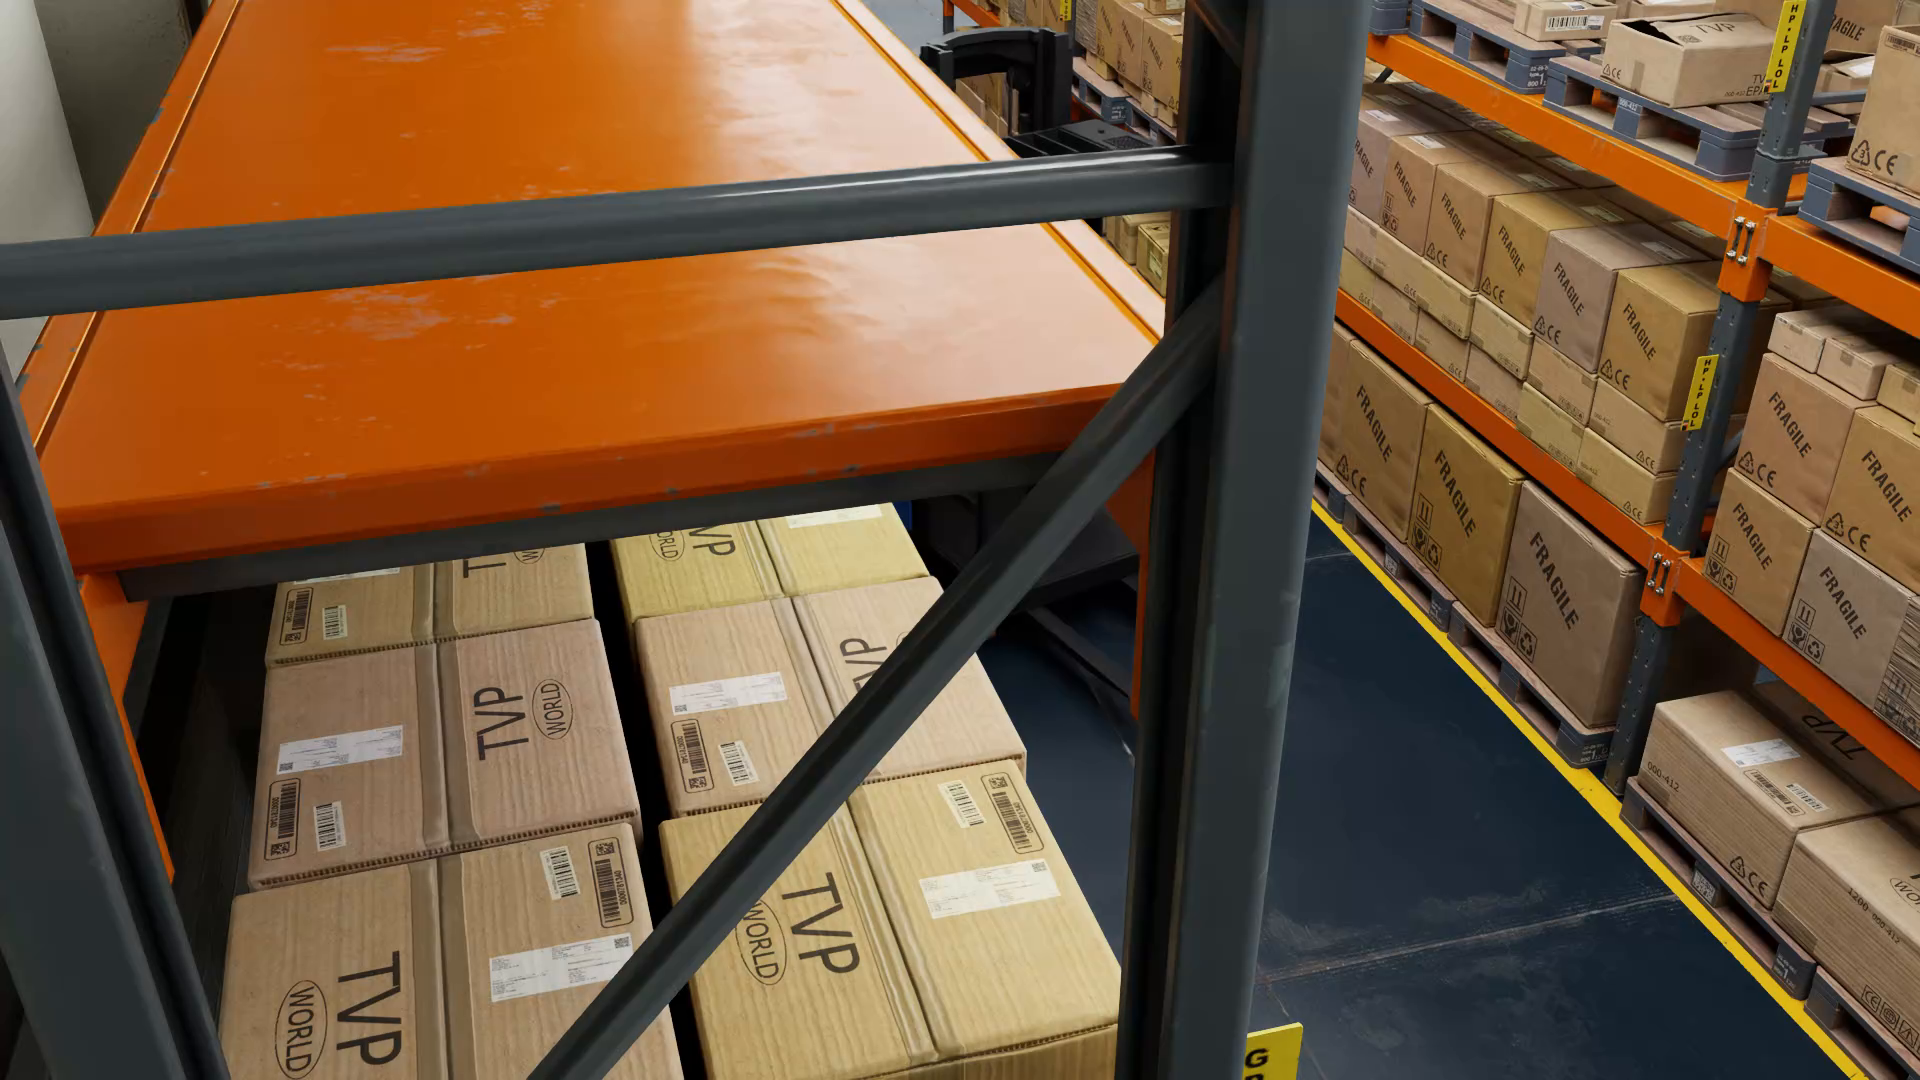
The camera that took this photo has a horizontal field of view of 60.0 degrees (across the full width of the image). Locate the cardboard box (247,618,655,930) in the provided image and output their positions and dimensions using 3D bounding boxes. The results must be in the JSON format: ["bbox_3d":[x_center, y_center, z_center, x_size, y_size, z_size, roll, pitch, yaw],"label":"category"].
[{"bbox_3d":[-0.744,0.385,2.449,0.500,0.250,0.500,-9,31,-15],"label":"cardboard box"}]

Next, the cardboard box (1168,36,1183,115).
[{"bbox_3d":[1.770,-3.161,11.401,0.500,0.500,0.500,-10,32,-17],"label":"cardboard box"}]

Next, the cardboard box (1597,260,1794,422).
[{"bbox_3d":[3.143,-0.860,7.143,0.500,0.500,0.500,-7,31,-12],"label":"cardboard box"}]

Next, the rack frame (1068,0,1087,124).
[{"bbox_3d":[1.380,-4.065,13.779,1.000,3.000,0.127,-8,31,-13],"label":"rack frame"}]

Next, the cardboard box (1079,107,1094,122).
[{"bbox_3d":[0.964,-3.631,14.607,0.500,0.500,0.500,-8,31,-14],"label":"cardboard box"}]

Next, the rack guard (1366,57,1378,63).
[{"bbox_3d":[5.057,-5.634,18.984,1.175,0.500,0.348,-8,31,-13],"label":"rack guard"}]

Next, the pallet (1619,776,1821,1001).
[{"bbox_3d":[3.630,1.383,7.149,1.003,0.211,1.213,-8,31,-13],"label":"pallet"}]

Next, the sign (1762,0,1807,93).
[{"bbox_3d":[2.983,-1.783,6.011,0.100,0.325,0.005,-8,31,-13],"label":"sign"}]

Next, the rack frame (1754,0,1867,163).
[{"bbox_3d":[3.503,-2.798,5.600,1.000,3.000,0.127,-8,31,-13],"label":"rack frame"}]

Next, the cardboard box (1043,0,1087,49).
[{"bbox_3d":[1.022,-4.419,13.993,0.500,0.500,0.500,-9,31,-15],"label":"cardboard box"}]

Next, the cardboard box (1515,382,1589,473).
[{"bbox_3d":[3.007,-0.566,7.882,0.500,0.250,0.500,-8,31,-14],"label":"cardboard box"}]

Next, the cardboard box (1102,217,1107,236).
[{"bbox_3d":[1.521,-2.856,13.895,0.950,0.372,0.625,-7,31,-13],"label":"cardboard box"}]

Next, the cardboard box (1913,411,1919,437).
[{"bbox_3d":[3.536,-0.403,5.707,0.380,0.149,0.250,-8,31,-14],"label":"cardboard box"}]

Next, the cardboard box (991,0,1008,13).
[{"bbox_3d":[0.596,-5.163,15.279,0.500,0.500,0.500,-8,31,-14],"label":"cardboard box"}]

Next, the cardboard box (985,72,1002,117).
[{"bbox_3d":[0.541,-4.380,15.900,0.500,0.500,0.500,-7,31,-12],"label":"cardboard box"}]

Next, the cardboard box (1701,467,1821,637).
[{"bbox_3d":[3.375,0.017,6.626,0.500,0.500,0.500,-7,31,-12],"label":"cardboard box"}]

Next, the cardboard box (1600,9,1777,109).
[{"bbox_3d":[3.067,-2.040,6.956,0.500,0.311,0.500,-8,31,-13],"label":"cardboard box"}]

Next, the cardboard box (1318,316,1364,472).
[{"bbox_3d":[2.545,-1.051,10.273,0.875,0.875,0.875,-8,31,-14],"label":"cardboard box"}]

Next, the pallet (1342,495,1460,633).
[{"bbox_3d":[2.898,0.053,9.448,1.003,0.211,1.213,-8,31,-13],"label":"pallet"}]

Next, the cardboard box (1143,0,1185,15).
[{"bbox_3d":[1.551,-3.914,12.055,0.380,0.149,0.250,-6,31,-10],"label":"cardboard box"}]

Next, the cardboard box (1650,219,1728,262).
[{"bbox_3d":[3.502,-1.170,7.679,0.500,0.500,0.500,-8,31,-14],"label":"cardboard box"}]

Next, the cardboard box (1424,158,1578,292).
[{"bbox_3d":[2.731,-1.604,8.429,0.500,0.500,0.500,-7,31,-12],"label":"cardboard box"}]

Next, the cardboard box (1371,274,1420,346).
[{"bbox_3d":[2.616,-1.299,9.149,0.500,0.250,0.500,-7,31,-12],"label":"cardboard box"}]

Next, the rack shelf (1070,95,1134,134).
[{"bbox_3d":[1.911,-2.788,12.290,1.077,0.370,4.000,-8,31,-13],"label":"rack shelf"}]

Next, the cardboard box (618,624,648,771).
[{"bbox_3d":[-0.353,0.288,3.116,0.500,0.250,0.500,-9,31,-15],"label":"cardboard box"}]

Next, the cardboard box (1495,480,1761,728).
[{"bbox_3d":[3.262,0.248,8.029,0.875,0.875,0.875,-7,31,-12],"label":"cardboard box"}]

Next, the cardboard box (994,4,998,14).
[{"bbox_3d":[0.534,-5.069,15.764,0.380,0.149,0.250,-7,31,-12],"label":"cardboard box"}]

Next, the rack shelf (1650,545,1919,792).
[{"bbox_3d":[4.034,1.076,5.615,1.077,0.370,4.000,-8,31,-13],"label":"rack shelf"}]

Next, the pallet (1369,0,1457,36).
[{"bbox_3d":[2.664,-3.046,9.212,1.213,0.211,1.003,-6,31,-11],"label":"pallet"}]

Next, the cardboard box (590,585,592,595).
[{"bbox_3d":[-1.016,0.115,3.416,0.500,0.250,0.500,-7,31,-12],"label":"cardboard box"}]

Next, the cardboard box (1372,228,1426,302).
[{"bbox_3d":[2.594,-1.515,9.024,0.500,0.250,0.500,-8,31,-13],"label":"cardboard box"}]

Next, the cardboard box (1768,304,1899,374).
[{"bbox_3d":[3.337,-0.771,6.342,0.380,0.149,0.250,-8,31,-14],"label":"cardboard box"}]

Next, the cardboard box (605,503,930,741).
[{"bbox_3d":[-0.359,0.077,2.981,0.500,0.250,0.500,-8,31,-14],"label":"cardboard box"}]

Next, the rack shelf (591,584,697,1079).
[{"bbox_3d":[-0.751,0.440,3.720,1.077,0.370,4.000,-8,31,-13],"label":"rack shelf"}]

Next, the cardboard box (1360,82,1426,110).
[{"bbox_3d":[2.337,-2.338,9.698,0.500,0.500,0.500,-9,31,-15],"label":"cardboard box"}]

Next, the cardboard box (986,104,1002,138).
[{"bbox_3d":[0.551,-4.053,16.083,0.500,0.250,0.500,-6,31,-10],"label":"cardboard box"}]

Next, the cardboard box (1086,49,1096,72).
[{"bbox_3d":[1.222,-3.829,13.203,0.380,0.149,0.250,-7,31,-13],"label":"cardboard box"}]

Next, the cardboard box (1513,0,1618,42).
[{"bbox_3d":[2.857,-2.473,7.849,0.380,0.166,0.250,-5,30,-9],"label":"cardboard box"}]

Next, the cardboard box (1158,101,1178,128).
[{"bbox_3d":[1.640,-3.071,11.893,0.380,0.149,0.250,-9,31,-15],"label":"cardboard box"}]

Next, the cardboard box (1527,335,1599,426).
[{"bbox_3d":[3.012,-0.774,7.743,0.500,0.250,0.500,-7,31,-12],"label":"cardboard box"}]

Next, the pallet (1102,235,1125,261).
[{"bbox_3d":[1.588,-2.482,13.828,1.003,0.211,1.213,-8,31,-13],"label":"pallet"}]

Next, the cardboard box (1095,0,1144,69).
[{"bbox_3d":[1.361,-3.912,12.699,0.500,0.500,0.500,-8,31,-13],"label":"cardboard box"}]

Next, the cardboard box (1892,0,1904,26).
[{"bbox_3d":[6.942,-3.778,12.186,0.700,0.500,0.500,-8,31,-14],"label":"cardboard box"}]

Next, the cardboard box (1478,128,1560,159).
[{"bbox_3d":[3.101,-1.907,8.952,0.500,0.500,0.500,-8,31,-13],"label":"cardboard box"}]

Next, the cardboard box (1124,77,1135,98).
[{"bbox_3d":[1.457,-3.451,12.549,0.380,0.149,0.250,-7,31,-13],"label":"cardboard box"}]

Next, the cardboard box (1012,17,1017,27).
[{"bbox_3d":[0.689,-4.689,15.107,0.380,0.149,0.250,-8,31,-14],"label":"cardboard box"}]

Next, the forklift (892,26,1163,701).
[{"bbox_3d":[0.396,-0.994,8.542,1.130,2.935,3.031,-17,34,-27],"label":"forklift"}]
